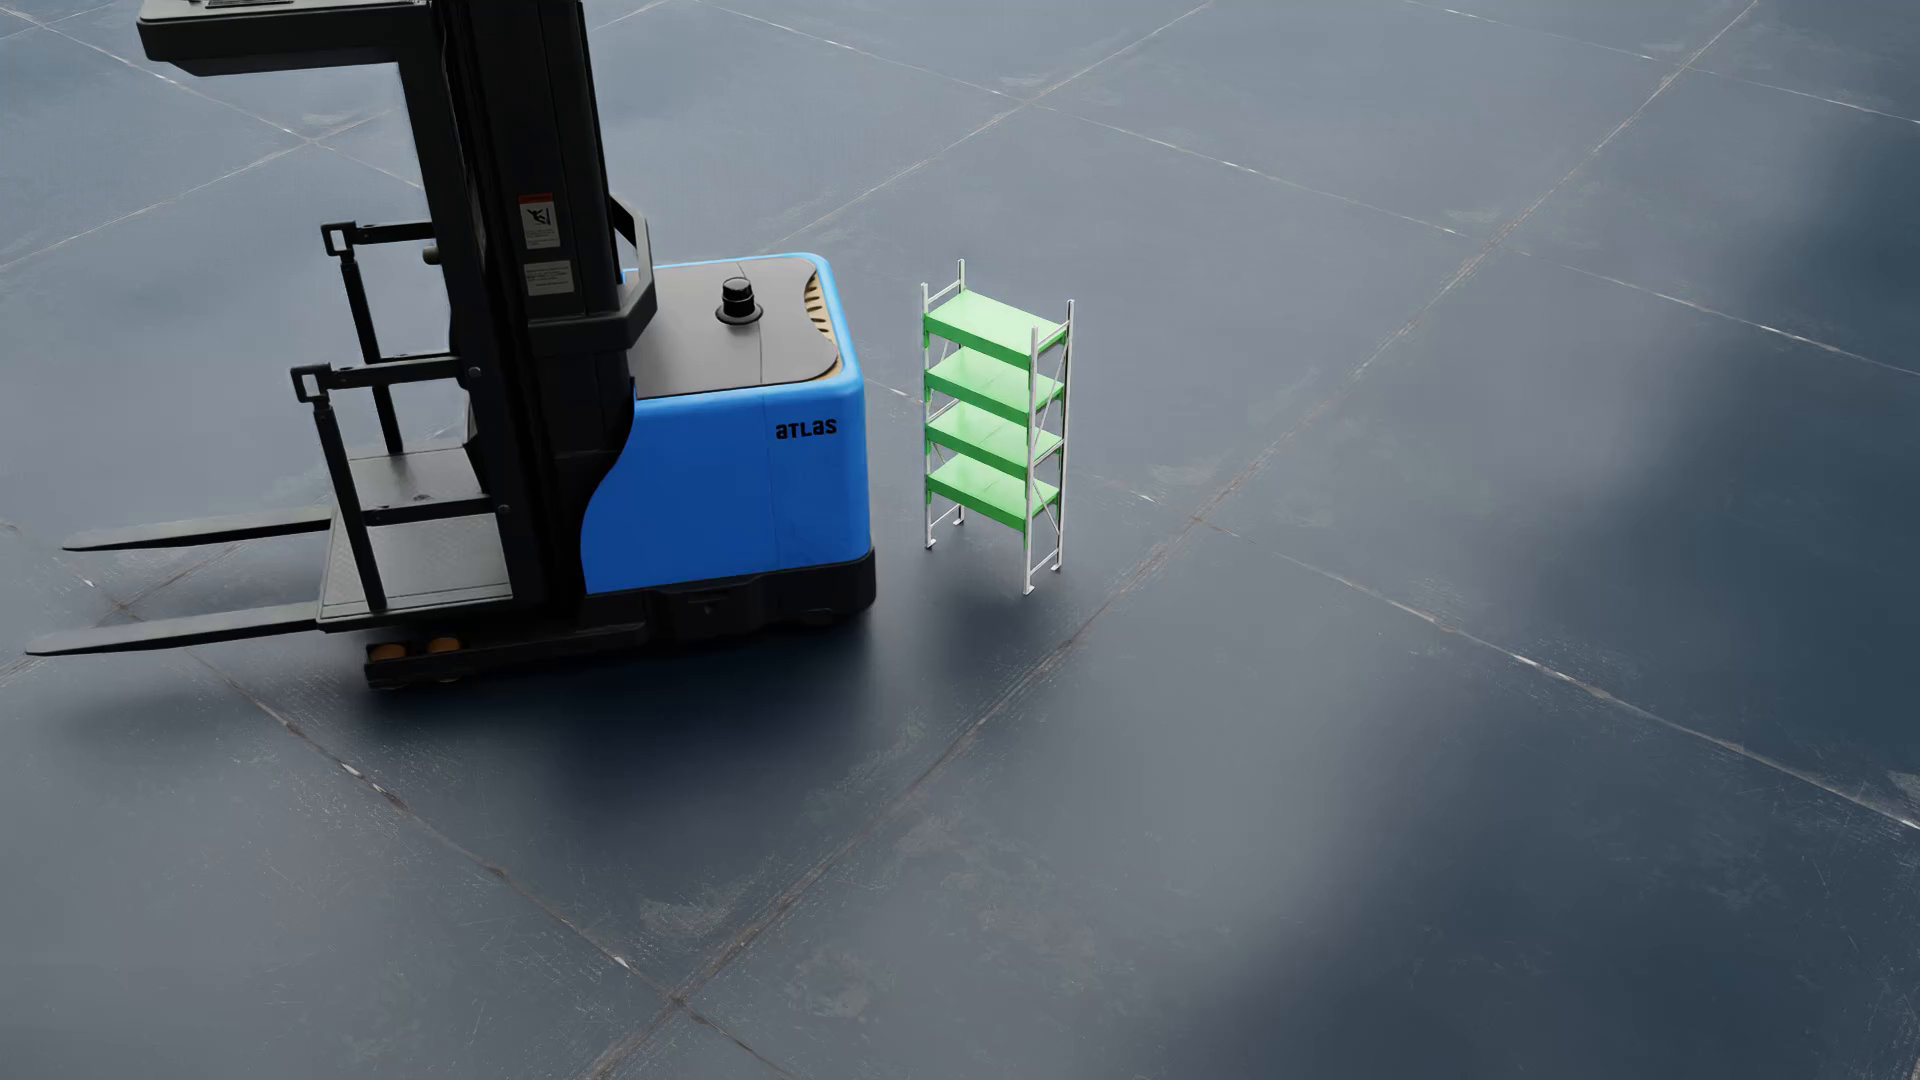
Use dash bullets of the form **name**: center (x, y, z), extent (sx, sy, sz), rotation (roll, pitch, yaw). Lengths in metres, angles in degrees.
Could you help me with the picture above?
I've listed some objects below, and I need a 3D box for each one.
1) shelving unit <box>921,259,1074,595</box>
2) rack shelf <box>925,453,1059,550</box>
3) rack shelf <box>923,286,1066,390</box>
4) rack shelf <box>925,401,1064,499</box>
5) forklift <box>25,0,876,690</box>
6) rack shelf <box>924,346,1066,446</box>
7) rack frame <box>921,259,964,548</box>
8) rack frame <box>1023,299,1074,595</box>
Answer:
- **shelving unit**: center (0.132, -0.410, 6.301), extent (0.503, 1.200, 0.258), rotation (25, 45, 29)
- **rack shelf**: center (0.131, -0.171, 6.488), extent (0.480, 0.148, 0.258), rotation (25, 45, 29)
- **rack shelf**: center (0.132, -0.738, 6.044), extent (0.480, 0.148, 0.258), rotation (25, 45, 29)
- **rack shelf**: center (0.132, -0.360, 6.340), extent (0.480, 0.148, 0.258), rotation (25, 45, 29)
- **forklift**: center (-1.890, -0.966, 5.606), extent (3.031, 2.935, 1.130), rotation (-7, 39, -9)
- **rack shelf**: center (0.132, -0.549, 6.192), extent (0.480, 0.148, 0.258), rotation (25, 45, 29)
- **rack frame**: center (-0.062, -0.502, 6.418), extent (0.015, 1.200, 0.240), rotation (25, 45, 29)
- **rack frame**: center (0.325, -0.319, 6.184), extent (0.015, 1.200, 0.240), rotation (25, 45, 29)
